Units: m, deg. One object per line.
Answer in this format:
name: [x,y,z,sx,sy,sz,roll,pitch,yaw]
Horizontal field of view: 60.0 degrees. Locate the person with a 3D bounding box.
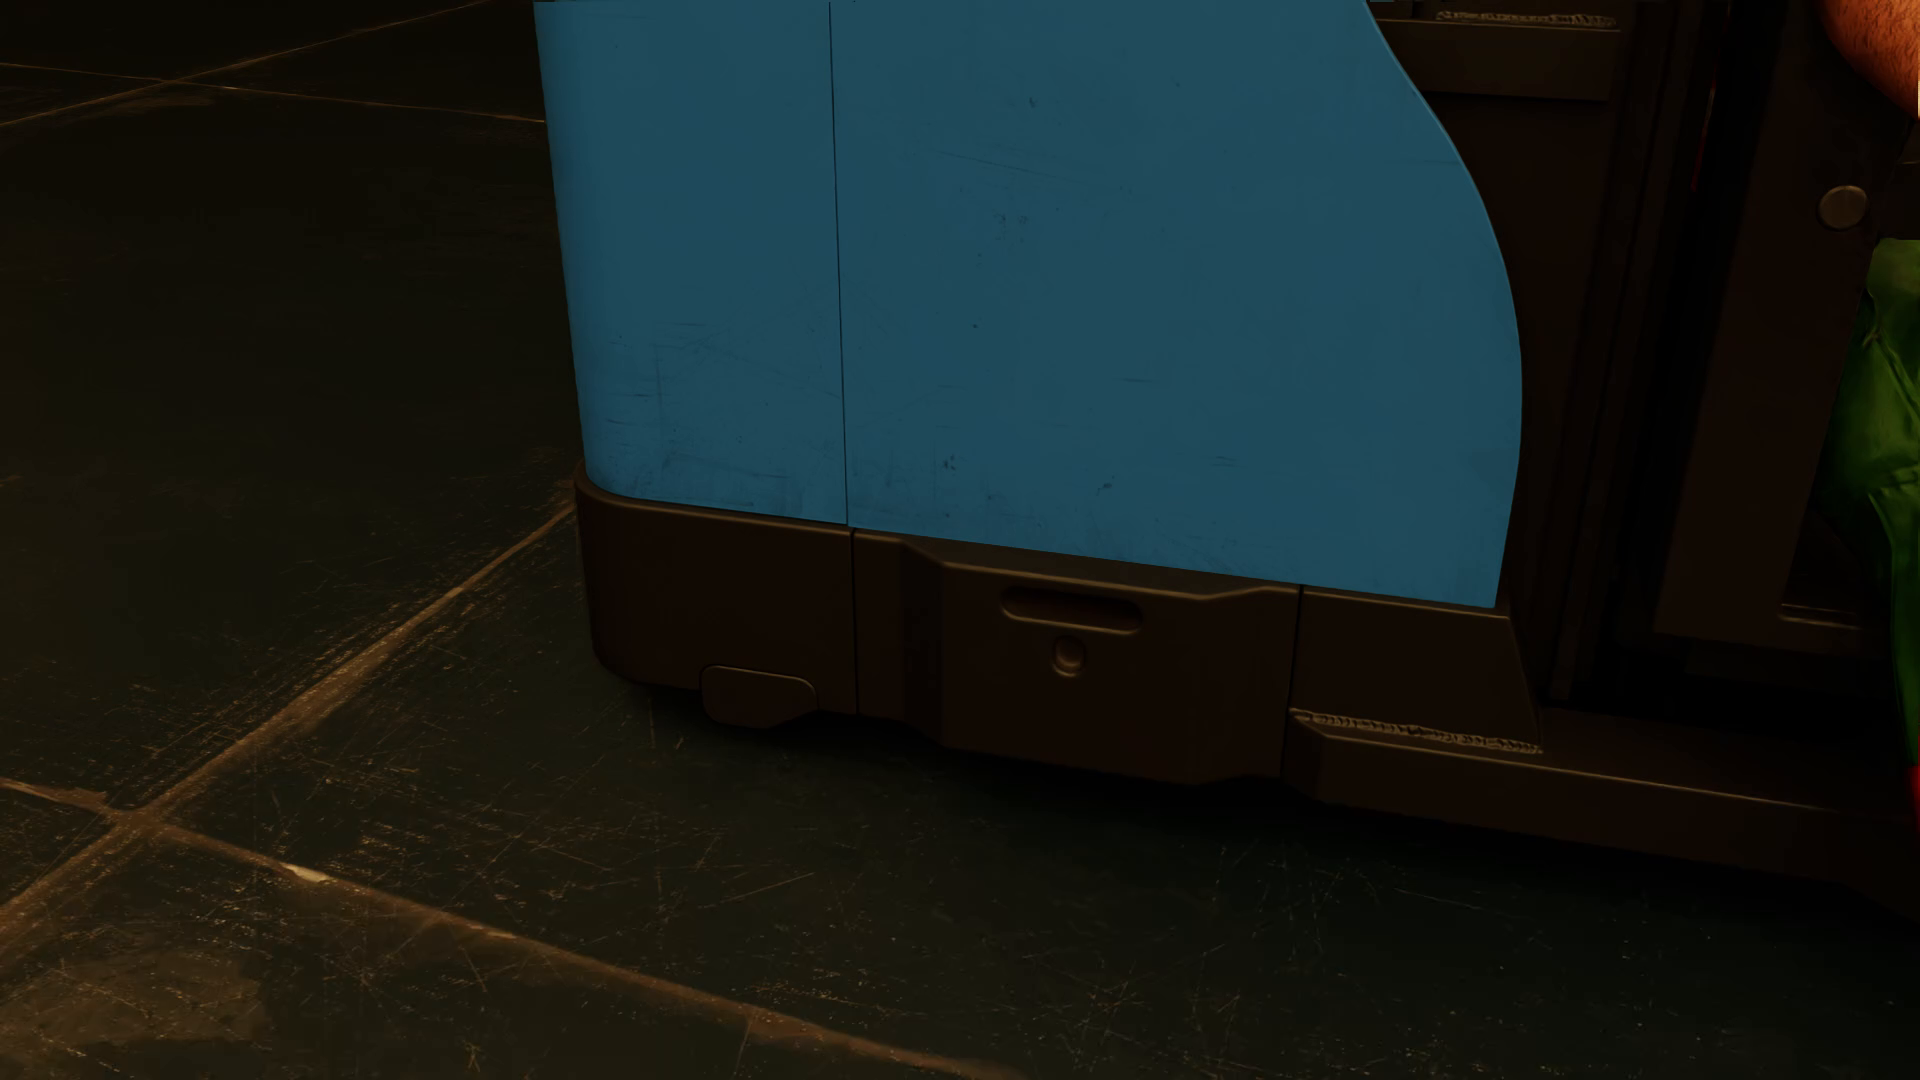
person: [1.117,-0.292,1.486,1.042,1.455,1.024,-17,32,-30]

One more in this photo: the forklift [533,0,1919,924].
forklift: [1.114,-1.126,1.485,3.031,2.935,1.130,7,28,14]
